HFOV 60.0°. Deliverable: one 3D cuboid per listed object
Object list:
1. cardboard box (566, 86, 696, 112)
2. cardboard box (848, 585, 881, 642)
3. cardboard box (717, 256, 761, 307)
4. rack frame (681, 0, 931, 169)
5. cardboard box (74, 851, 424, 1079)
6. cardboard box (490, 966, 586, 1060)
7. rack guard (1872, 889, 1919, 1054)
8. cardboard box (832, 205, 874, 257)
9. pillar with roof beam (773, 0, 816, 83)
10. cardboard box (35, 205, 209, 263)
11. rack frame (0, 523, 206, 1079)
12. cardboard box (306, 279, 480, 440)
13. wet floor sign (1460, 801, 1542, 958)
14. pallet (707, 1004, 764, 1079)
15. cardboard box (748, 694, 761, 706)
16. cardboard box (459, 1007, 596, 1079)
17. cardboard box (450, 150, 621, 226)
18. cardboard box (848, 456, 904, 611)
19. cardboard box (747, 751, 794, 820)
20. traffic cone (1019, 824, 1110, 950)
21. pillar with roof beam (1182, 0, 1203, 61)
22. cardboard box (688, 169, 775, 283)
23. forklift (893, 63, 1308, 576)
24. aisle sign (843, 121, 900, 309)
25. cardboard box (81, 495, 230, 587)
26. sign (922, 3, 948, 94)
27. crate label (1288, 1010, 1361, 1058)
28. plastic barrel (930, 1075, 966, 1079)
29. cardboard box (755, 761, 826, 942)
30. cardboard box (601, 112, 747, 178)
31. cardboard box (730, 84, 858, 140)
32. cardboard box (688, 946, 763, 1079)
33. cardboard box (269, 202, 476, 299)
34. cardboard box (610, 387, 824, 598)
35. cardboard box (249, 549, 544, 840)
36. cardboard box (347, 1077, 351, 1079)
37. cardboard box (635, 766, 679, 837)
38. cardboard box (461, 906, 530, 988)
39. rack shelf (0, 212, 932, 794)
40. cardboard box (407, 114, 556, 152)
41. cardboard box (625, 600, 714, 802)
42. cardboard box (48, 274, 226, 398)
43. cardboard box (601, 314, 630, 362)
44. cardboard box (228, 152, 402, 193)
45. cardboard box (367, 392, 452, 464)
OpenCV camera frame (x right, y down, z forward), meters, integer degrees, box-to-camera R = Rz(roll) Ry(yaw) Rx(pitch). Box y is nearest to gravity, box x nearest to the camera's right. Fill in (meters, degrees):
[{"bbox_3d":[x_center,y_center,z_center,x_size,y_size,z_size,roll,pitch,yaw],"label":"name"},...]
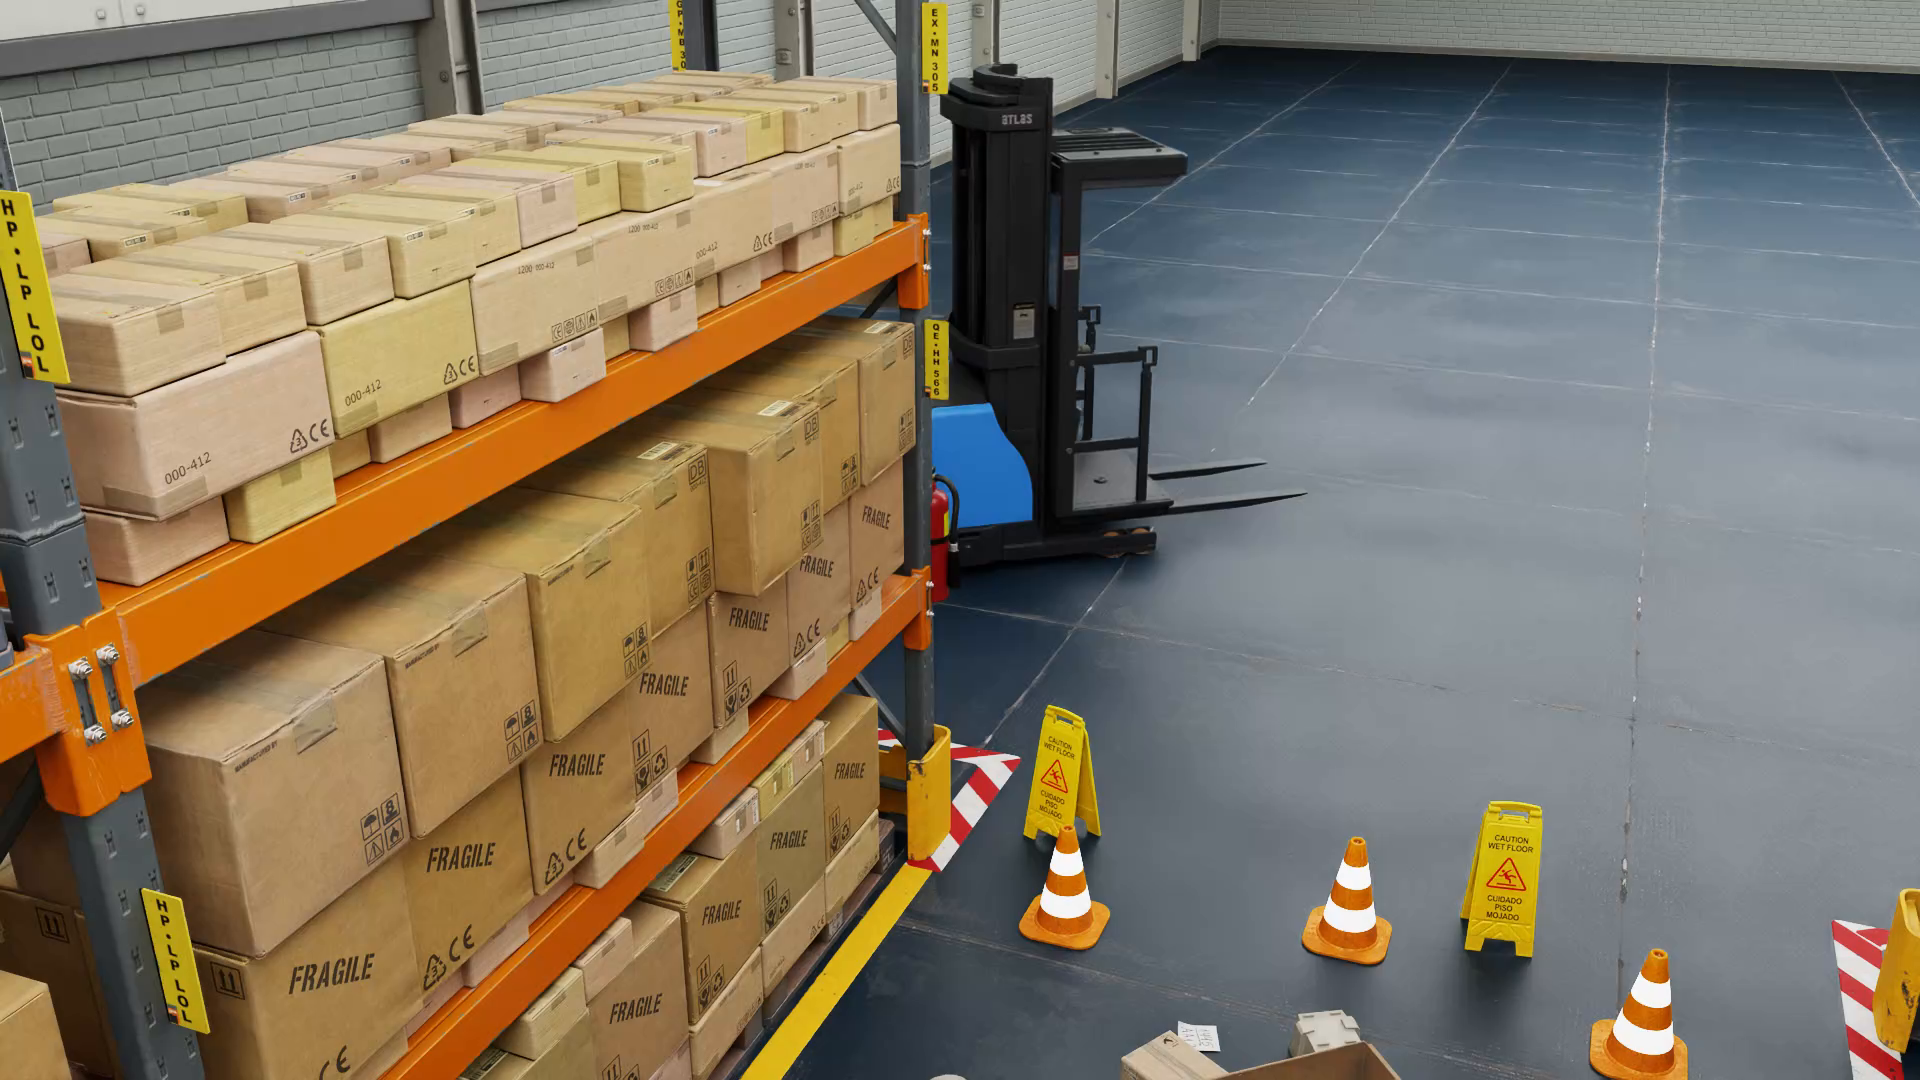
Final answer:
[{"bbox_3d":[-1.152,-1.495,5.836,0.380,0.149,0.250,9,24,20],"label":"cardboard box"},{"bbox_3d":[-0.533,0.257,6.568,0.380,0.149,0.250,8,24,19],"label":"cardboard box"},{"bbox_3d":[-0.871,-0.869,5.373,0.380,0.149,0.250,9,24,20],"label":"cardboard box"},{"bbox_3d":[-0.601,-2.898,6.012,1.000,3.000,0.127,9,24,20],"label":"rack frame"},{"bbox_3d":[-1.665,1.001,3.947,0.500,0.500,0.500,9,24,20],"label":"cardboard box"},{"bbox_3d":[-1.326,1.339,4.862,0.380,0.149,0.250,10,25,22],"label":"cardboard box"},{"bbox_3d":[4.041,1.688,6.061,1.175,0.500,0.348,9,24,20],"label":"rack guard"},{"bbox_3d":[-0.536,-1.136,6.013,0.380,0.149,0.250,9,24,20],"label":"cardboard box"},{"bbox_3d":[2.148,-7.165,16.228,9.100,9.000,0.400,9,24,20],"label":"pillar with roof beam"},{"bbox_3d":[-1.967,-0.663,3.846,0.380,0.149,0.250,9,24,21],"label":"cardboard box"},{"bbox_3d":[-2.087,1.302,3.742,1.000,3.000,0.127,9,24,20],"label":"rack frame"},{"bbox_3d":[-1.487,-0.455,3.863,0.500,0.250,0.500,9,24,20],"label":"cardboard box"},{"bbox_3d":[2.204,1.335,6.716,0.267,0.644,0.232,5,23,11],"label":"wet floor sign"},{"bbox_3d":[-1.419,1.905,5.916,1.003,0.211,1.213,9,24,20],"label":"pallet"},{"bbox_3d":[-0.941,0.514,5.954,0.380,0.149,0.250,9,24,21],"label":"cardboard box"},{"bbox_3d":[-1.430,1.665,4.922,0.500,0.500,0.500,10,25,22],"label":"cardboard box"},{"bbox_3d":[-1.167,-0.969,4.577,0.380,0.149,0.250,9,24,21],"label":"cardboard box"},{"bbox_3d":[-0.547,-0.079,6.533,0.500,0.500,0.500,8,24,19],"label":"cardboard box"},{"bbox_3d":[-0.827,0.855,6.021,0.380,0.149,0.250,9,24,21],"label":"cardboard box"},{"bbox_3d":[0.436,1.379,6.847,0.336,0.463,0.334,9,24,20],"label":"traffic cone"},{"bbox_3d":[8.834,-13.606,31.649,9.100,9.000,0.400,9,24,20],"label":"pillar with roof beam"},{"bbox_3d":[-0.918,-0.994,5.155,0.500,0.250,0.500,9,24,22],"label":"cardboard box"},{"bbox_3d":[0.743,-1.424,10.357,3.031,2.935,1.130,-6,23,-14],"label":"forklift"},{"bbox_3d":[-0.309,-1.310,6.621,0.394,0.787,0.004,9,24,20],"label":"aisle sign"},{"bbox_3d":[-1.740,-0.044,3.397,0.380,0.149,0.250,8,24,19],"label":"cardboard box"},{"bbox_3d":[-0.094,-1.836,6.212,0.100,0.325,0.005,9,24,20],"label":"sign"},{"bbox_3d":[1.359,1.857,6.126,0.250,0.136,0.298,-3,23,-8],"label":"crate label"},{"bbox_3d":[0.037,2.015,5.377,0.421,0.421,0.512,-12,25,-26],"label":"plastic barrel"},{"bbox_3d":[-0.848,1.111,6.249,0.500,0.500,0.500,10,25,22],"label":"cardboard box"},{"bbox_3d":[-0.902,-1.252,5.255,0.380,0.149,0.250,9,24,20],"label":"cardboard box"},{"bbox_3d":[-0.585,-1.516,5.887,0.380,0.149,0.250,9,24,21],"label":"cardboard box"},{"bbox_3d":[-1.041,1.645,5.942,0.500,0.250,0.500,8,24,18],"label":"cardboard box"},{"bbox_3d":[-1.369,-0.681,3.888,0.380,0.149,0.250,9,24,20],"label":"cardboard box"},{"bbox_3d":[-0.877,-0.183,5.484,0.700,0.500,0.500,8,24,19],"label":"cardboard box"},{"bbox_3d":[-1.513,0.351,4.205,0.700,0.500,0.500,9,24,20],"label":"cardboard box"},{"bbox_3d":[-1.672,1.351,3.950,0.380,0.149,0.250,9,24,20],"label":"cardboard box"},{"bbox_3d":[-1.121,0.800,5.268,0.380,0.149,0.250,9,24,20],"label":"cardboard box"},{"bbox_3d":[-1.432,1.070,4.622,0.380,0.149,0.250,10,25,22],"label":"cardboard box"},{"bbox_3d":[-1.344,-0.466,5.016,1.077,0.370,4.000,9,24,20],"label":"rack shelf"},{"bbox_3d":[-1.490,-1.231,5.206,0.380,0.149,0.250,9,24,21],"label":"cardboard box"},{"bbox_3d":[-1.132,0.456,5.250,0.500,0.500,0.500,9,24,21],"label":"cardboard box"},{"bbox_3d":[-1.667,-0.400,3.216,0.380,0.149,0.250,8,24,19],"label":"cardboard box"},{"bbox_3d":[-1.169,-0.595,4.718,0.380,0.149,0.250,9,24,20],"label":"cardboard box"},{"bbox_3d":[-1.753,-0.953,4.539,0.380,0.149,0.250,9,24,21],"label":"cardboard box"},{"bbox_3d":[-1.475,-0.317,4.051,0.380,0.149,0.250,10,25,22],"label":"cardboard box"}]
